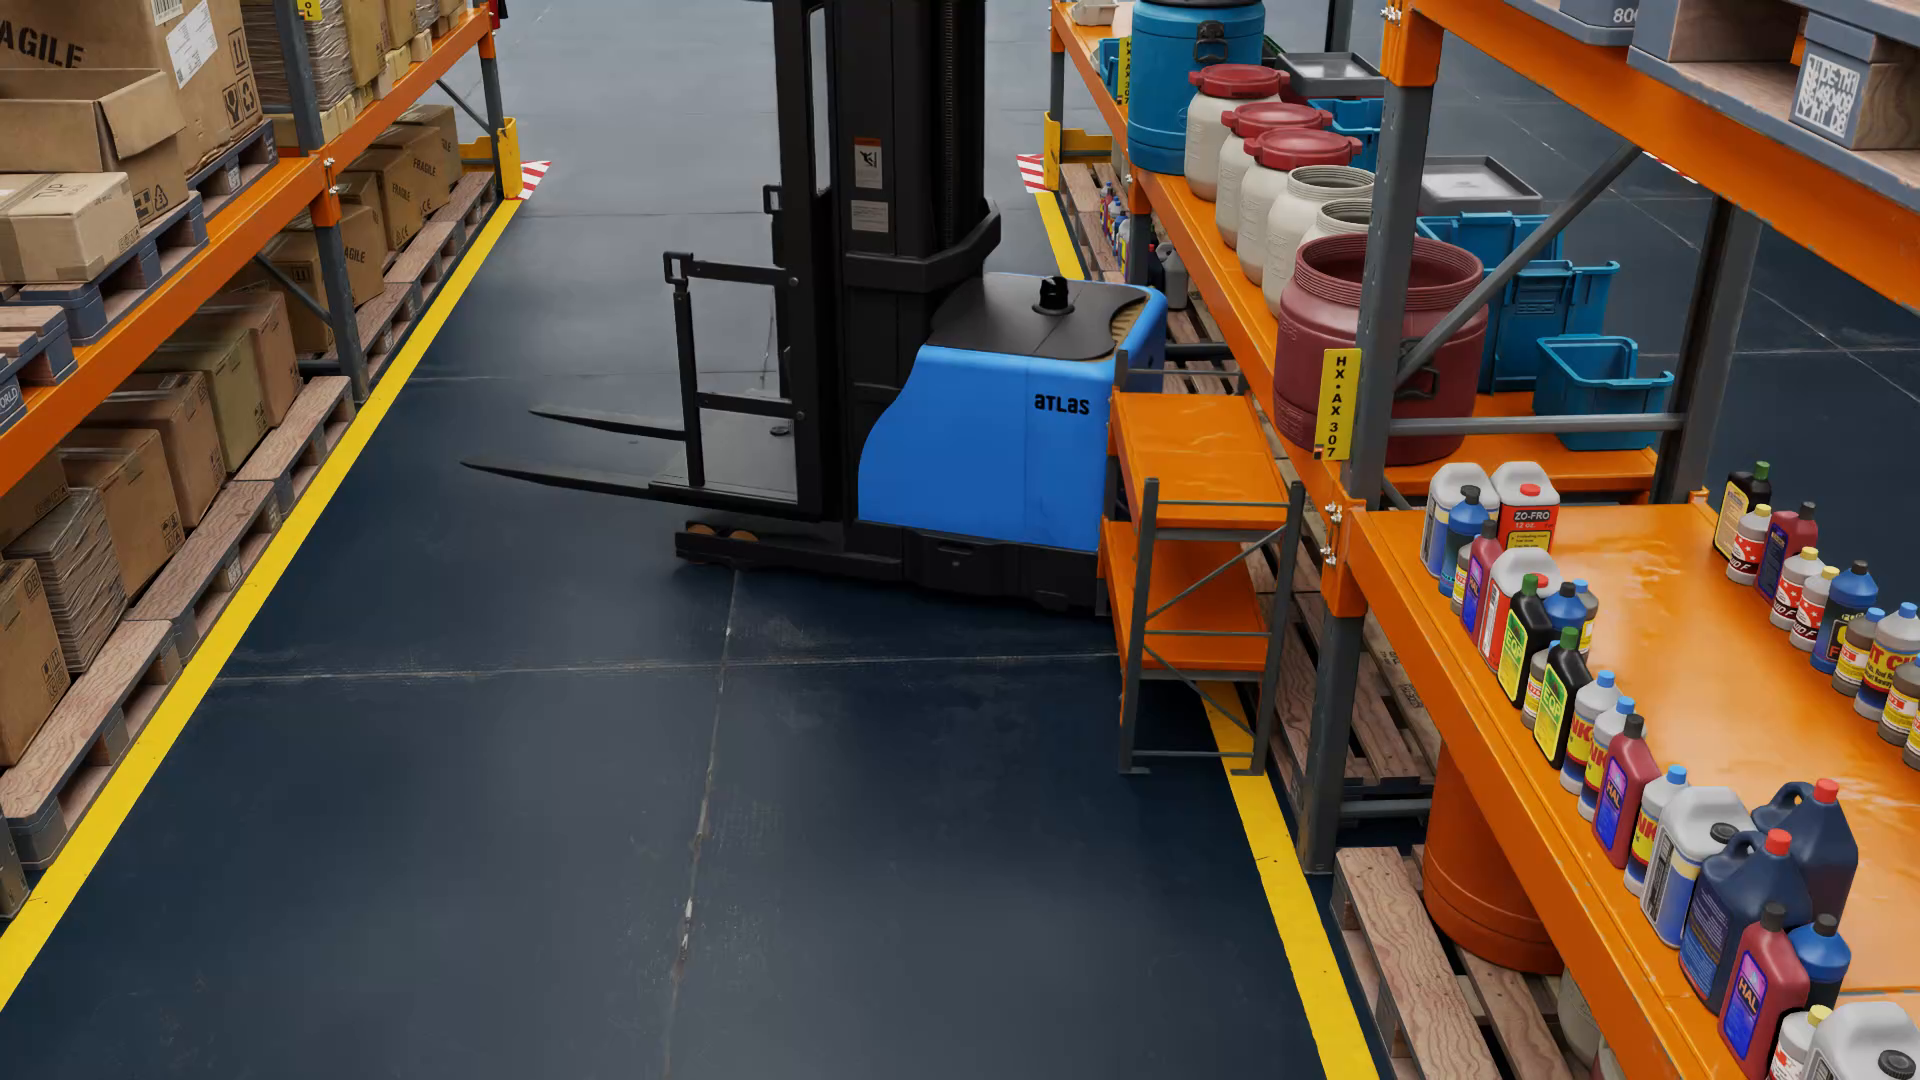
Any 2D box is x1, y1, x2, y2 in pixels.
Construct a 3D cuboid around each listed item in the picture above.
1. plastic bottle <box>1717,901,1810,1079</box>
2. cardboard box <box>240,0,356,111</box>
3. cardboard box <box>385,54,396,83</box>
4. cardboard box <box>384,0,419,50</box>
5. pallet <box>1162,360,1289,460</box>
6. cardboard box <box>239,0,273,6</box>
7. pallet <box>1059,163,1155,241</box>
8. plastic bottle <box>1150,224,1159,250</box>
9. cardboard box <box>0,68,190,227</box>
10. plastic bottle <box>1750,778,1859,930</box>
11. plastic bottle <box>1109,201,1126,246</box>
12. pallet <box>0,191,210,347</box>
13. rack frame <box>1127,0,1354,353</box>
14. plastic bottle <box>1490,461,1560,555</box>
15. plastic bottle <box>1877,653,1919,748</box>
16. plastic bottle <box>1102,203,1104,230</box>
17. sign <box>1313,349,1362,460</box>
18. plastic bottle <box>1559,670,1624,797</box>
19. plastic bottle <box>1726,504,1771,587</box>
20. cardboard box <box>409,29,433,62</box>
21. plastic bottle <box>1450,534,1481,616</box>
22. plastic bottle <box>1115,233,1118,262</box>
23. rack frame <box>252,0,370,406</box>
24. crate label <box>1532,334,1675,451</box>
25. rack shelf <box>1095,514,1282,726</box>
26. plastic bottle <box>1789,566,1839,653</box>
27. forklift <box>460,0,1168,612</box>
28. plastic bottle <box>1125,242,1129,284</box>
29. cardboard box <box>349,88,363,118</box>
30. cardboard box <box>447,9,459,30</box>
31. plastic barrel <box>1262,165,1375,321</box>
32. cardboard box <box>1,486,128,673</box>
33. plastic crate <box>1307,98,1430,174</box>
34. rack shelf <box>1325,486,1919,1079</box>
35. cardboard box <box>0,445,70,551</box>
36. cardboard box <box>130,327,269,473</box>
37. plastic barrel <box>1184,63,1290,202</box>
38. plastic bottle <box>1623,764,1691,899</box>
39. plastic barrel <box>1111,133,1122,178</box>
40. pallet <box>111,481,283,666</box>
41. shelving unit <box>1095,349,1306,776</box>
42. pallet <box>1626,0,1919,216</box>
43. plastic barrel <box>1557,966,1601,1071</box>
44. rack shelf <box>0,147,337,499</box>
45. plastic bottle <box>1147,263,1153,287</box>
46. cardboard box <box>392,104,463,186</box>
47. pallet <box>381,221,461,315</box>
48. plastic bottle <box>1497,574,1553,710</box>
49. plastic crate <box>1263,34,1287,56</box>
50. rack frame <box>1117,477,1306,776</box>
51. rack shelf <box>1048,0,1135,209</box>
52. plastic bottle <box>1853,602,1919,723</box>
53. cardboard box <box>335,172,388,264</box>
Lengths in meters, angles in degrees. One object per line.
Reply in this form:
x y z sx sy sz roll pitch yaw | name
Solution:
1.320 0.736 2.720 0.061 0.283 0.133 -1 28 -3 | plastic bottle
-3.540 -2.425 8.226 0.875 0.500 0.500 -1 28 -3 | cardboard box
-3.379 -2.611 9.285 0.380 0.149 0.250 -1 28 -3 | cardboard box
-3.642 -3.117 9.553 0.875 0.500 0.500 -1 28 -3 | cardboard box
1.448 -0.561 8.097 1.003 0.211 1.213 -1 28 -3 | pallet
-3.348 -2.873 8.004 0.500 0.500 0.500 -1 28 -3 | cardboard box
1.247 -2.361 11.548 1.003 0.211 1.213 -1 28 -3 | pallet
1.121 -1.692 9.712 0.061 0.283 0.133 -1 28 -3 | plastic bottle
-3.395 -1.473 6.265 0.797 0.503 0.637 1 28 3 | cardboard box
1.498 0.566 2.974 0.144 0.351 0.185 -1 28 -3 | plastic bottle
0.966 -1.942 10.205 0.097 0.271 0.097 0 28 0 | plastic bottle
-3.514 -1.020 6.170 1.003 0.211 1.213 -1 28 -3 | pallet
1.368 -2.159 8.146 1.000 3.000 0.127 -1 28 -3 | rack frame
1.429 -0.053 4.242 0.152 0.276 0.135 -1 28 -3 | plastic bottle
2.049 0.338 3.573 0.097 0.201 0.097 0 28 0 | plastic bottle
0.948 -2.068 10.521 0.097 0.201 0.097 0 28 0 | plastic bottle
1.028 -0.368 4.535 0.100 0.325 0.005 -1 28 -3 | sign
1.299 0.389 3.400 0.097 0.271 0.097 0 28 0 | plastic bottle
2.012 0.007 4.209 0.097 0.201 0.097 0 28 0 | plastic bottle
-3.383 -2.958 9.950 0.380 0.149 0.250 -1 28 -3 | cardboard box
1.260 0.083 4.062 0.097 0.201 0.097 0 28 0 | plastic bottle
0.982 -1.771 9.951 0.097 0.201 0.097 0 28 0 | plastic bottle
-3.578 -2.039 7.916 1.000 3.000 0.127 -1 28 -3 | rack frame
1.929 -0.441 5.033 0.303 0.233 0.416 -1 28 -3 | crate label
0.797 0.271 5.995 0.538 0.278 1.000 1 29 -1 | rack shelf
2.029 0.158 3.918 0.097 0.201 0.097 0 28 0 | plastic bottle
-0.695 -1.393 6.751 3.031 2.935 1.130 8 29 15 | forklift
0.986 -1.603 9.541 0.061 0.283 0.133 0 28 1 | plastic bottle
-3.330 -2.265 8.621 0.380 0.149 0.250 -1 28 -3 | cardboard box
-3.489 -3.419 10.833 0.380 0.149 0.250 -1 28 -3 | cardboard box
1.288 -1.026 5.852 0.421 0.512 0.421 0 28 0 | plastic barrel
-3.466 0.156 5.934 0.700 0.500 0.500 -4 28 -7 | cardboard box
1.736 -1.650 7.187 0.392 0.384 0.575 -1 28 -3 | plastic crate
1.681 0.931 2.999 1.077 0.370 4.000 -1 28 -3 | rack shelf
-3.472 -0.165 5.739 0.500 0.250 0.500 2 28 3 | cardboard box
-3.562 -0.621 7.425 0.700 0.500 0.500 -2 28 -3 | cardboard box
1.199 -1.772 7.257 0.433 0.535 0.433 0 28 0 | plastic barrel
1.316 0.541 3.109 0.097 0.271 0.097 0 28 0 | plastic bottle
1.270 -2.787 11.587 0.421 0.512 0.421 0 28 0 | plastic barrel
-3.469 0.121 6.789 1.003 0.211 1.213 -1 28 -3 | pallet
0.804 0.058 5.875 0.538 1.125 1.048 1 29 -1 | shelving unit
1.585 -0.594 2.106 1.003 0.211 1.213 -1 28 -3 | pallet
1.738 1.089 4.154 0.421 0.512 0.421 0 28 0 | plastic barrel
-3.474 -0.797 6.312 1.077 0.370 4.000 -1 28 -3 | rack shelf
1.013 -1.364 9.083 0.061 0.283 0.133 0 28 0 | plastic bottle
-3.771 -2.676 11.385 0.500 0.500 0.500 4 28 7 | cardboard box
-3.715 -1.677 10.237 1.003 0.211 1.213 -1 28 -3 | pallet
1.262 0.224 3.702 0.061 0.283 0.133 -1 28 -3 | plastic bottle
1.579 -2.699 9.410 0.450 0.188 0.662 -1 28 -3 | plastic crate
0.808 0.308 5.432 0.500 1.125 0.032 1 29 -1 | rack frame
1.264 -2.764 10.083 1.077 0.370 4.000 -1 28 -3 | rack shelf
2.044 0.262 3.643 0.097 0.271 0.097 0 28 0 | plastic bottle
-3.707 -1.852 9.806 0.500 0.500 0.500 -4 28 -7 | cardboard box
